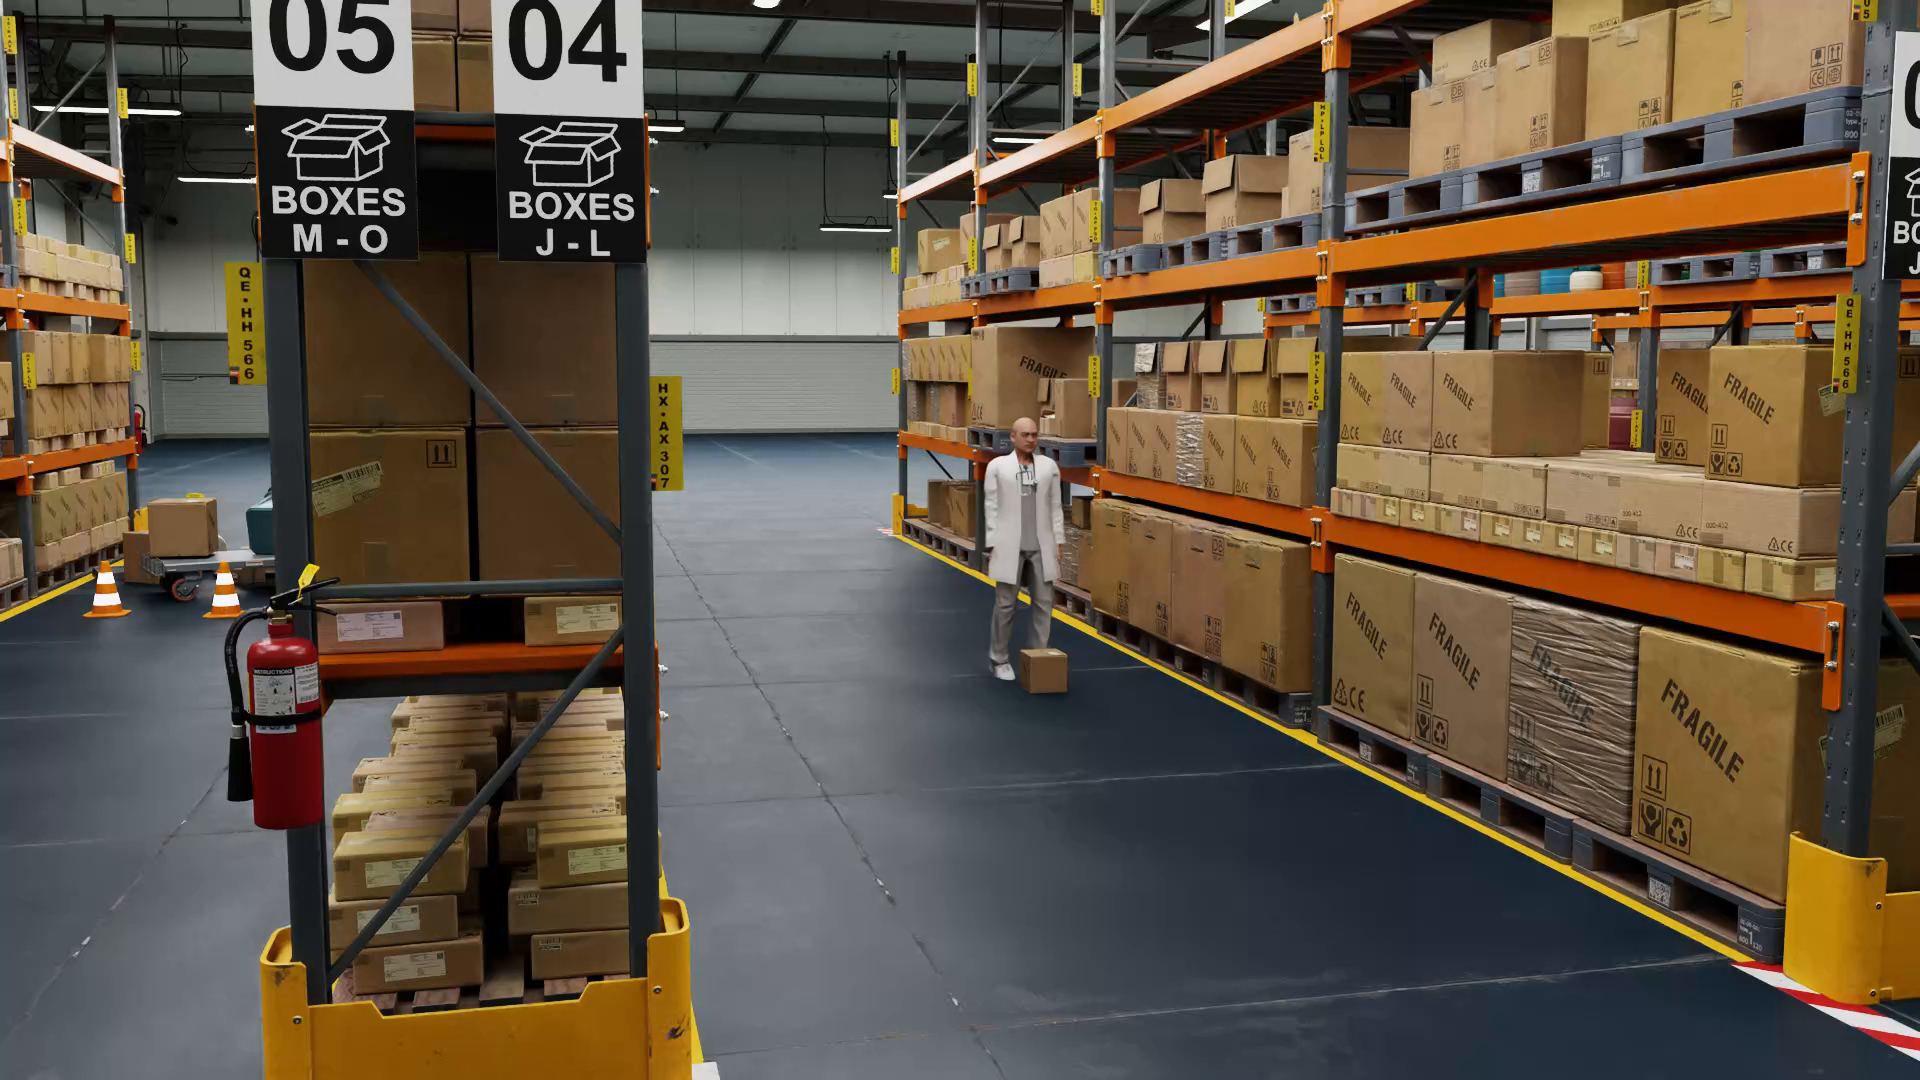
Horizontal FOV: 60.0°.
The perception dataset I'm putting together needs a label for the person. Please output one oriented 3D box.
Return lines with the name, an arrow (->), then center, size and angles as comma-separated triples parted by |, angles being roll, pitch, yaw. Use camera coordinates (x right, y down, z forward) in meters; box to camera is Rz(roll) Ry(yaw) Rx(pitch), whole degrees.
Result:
person -> 0.453, 0.080, 11.385 | 0.563, 1.786, 0.424 | -1, 6, -12
